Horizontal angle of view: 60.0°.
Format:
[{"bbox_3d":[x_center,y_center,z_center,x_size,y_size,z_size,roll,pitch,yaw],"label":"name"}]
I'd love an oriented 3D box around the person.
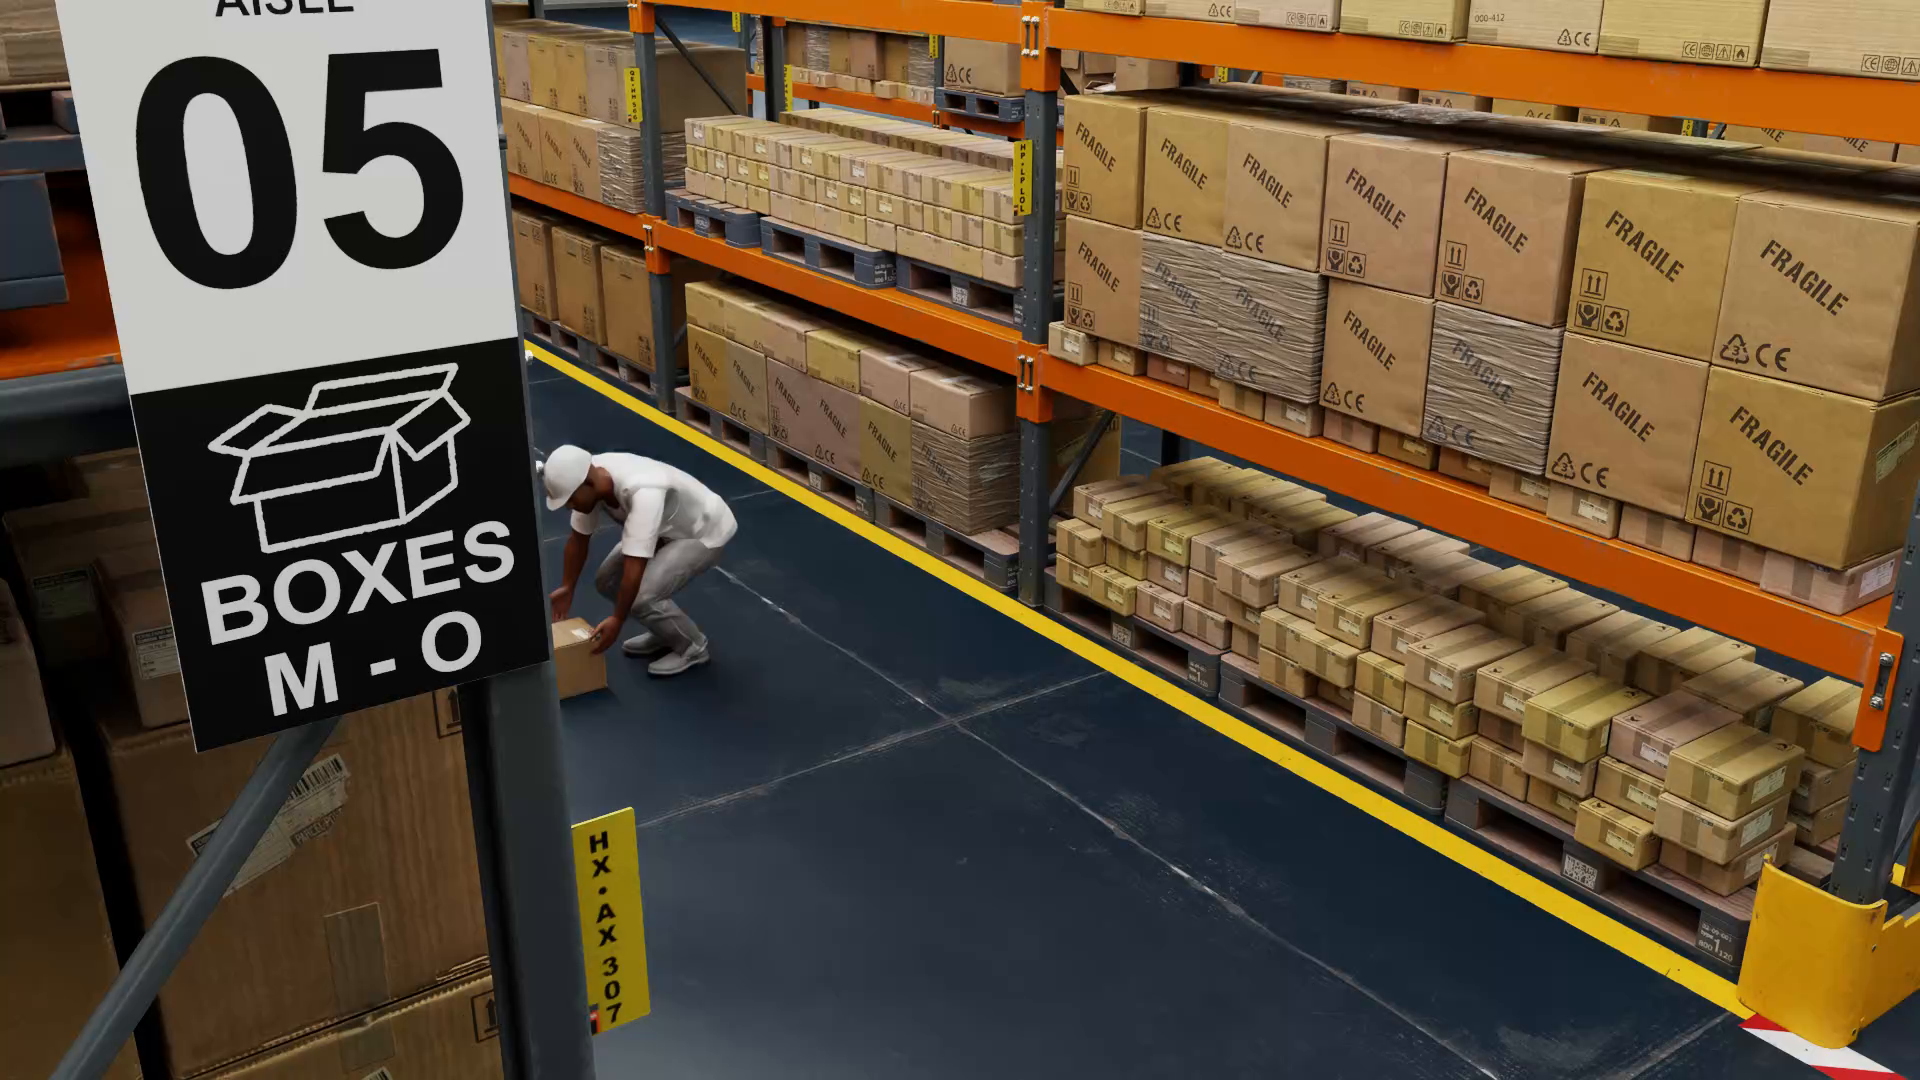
[{"bbox_3d":[-1.391,0.056,7.315,0.869,1.112,0.606,-15,26,-33],"label":"person"}]
